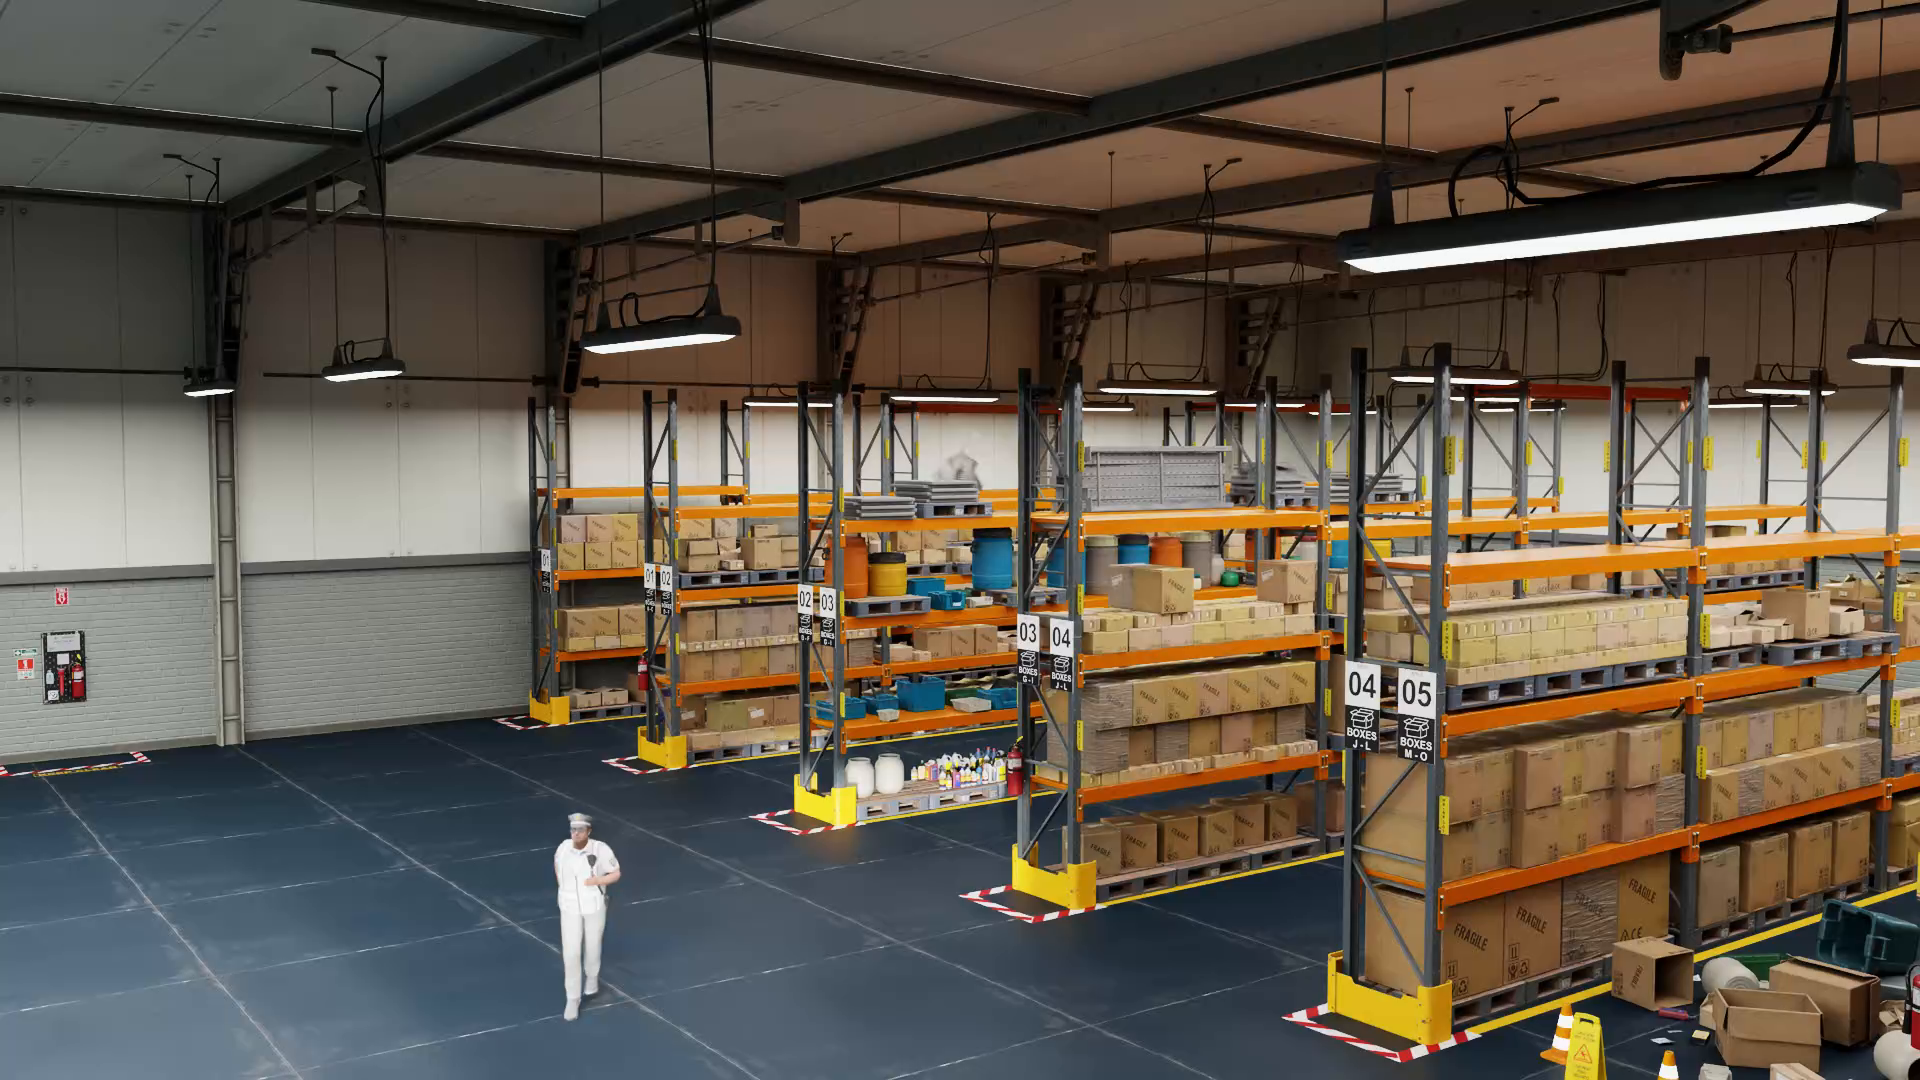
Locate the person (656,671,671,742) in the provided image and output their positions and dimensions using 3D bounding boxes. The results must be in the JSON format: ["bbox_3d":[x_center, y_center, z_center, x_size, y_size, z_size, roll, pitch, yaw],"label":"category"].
[{"bbox_3d":[-4.920,2.681,28.555,0.599,1.589,0.597,3,4,38],"label":"person"}]

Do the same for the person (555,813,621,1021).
[{"bbox_3d":[-3.418,3.389,15.217,0.627,1.848,0.813,0,3,-5],"label":"person"}]
